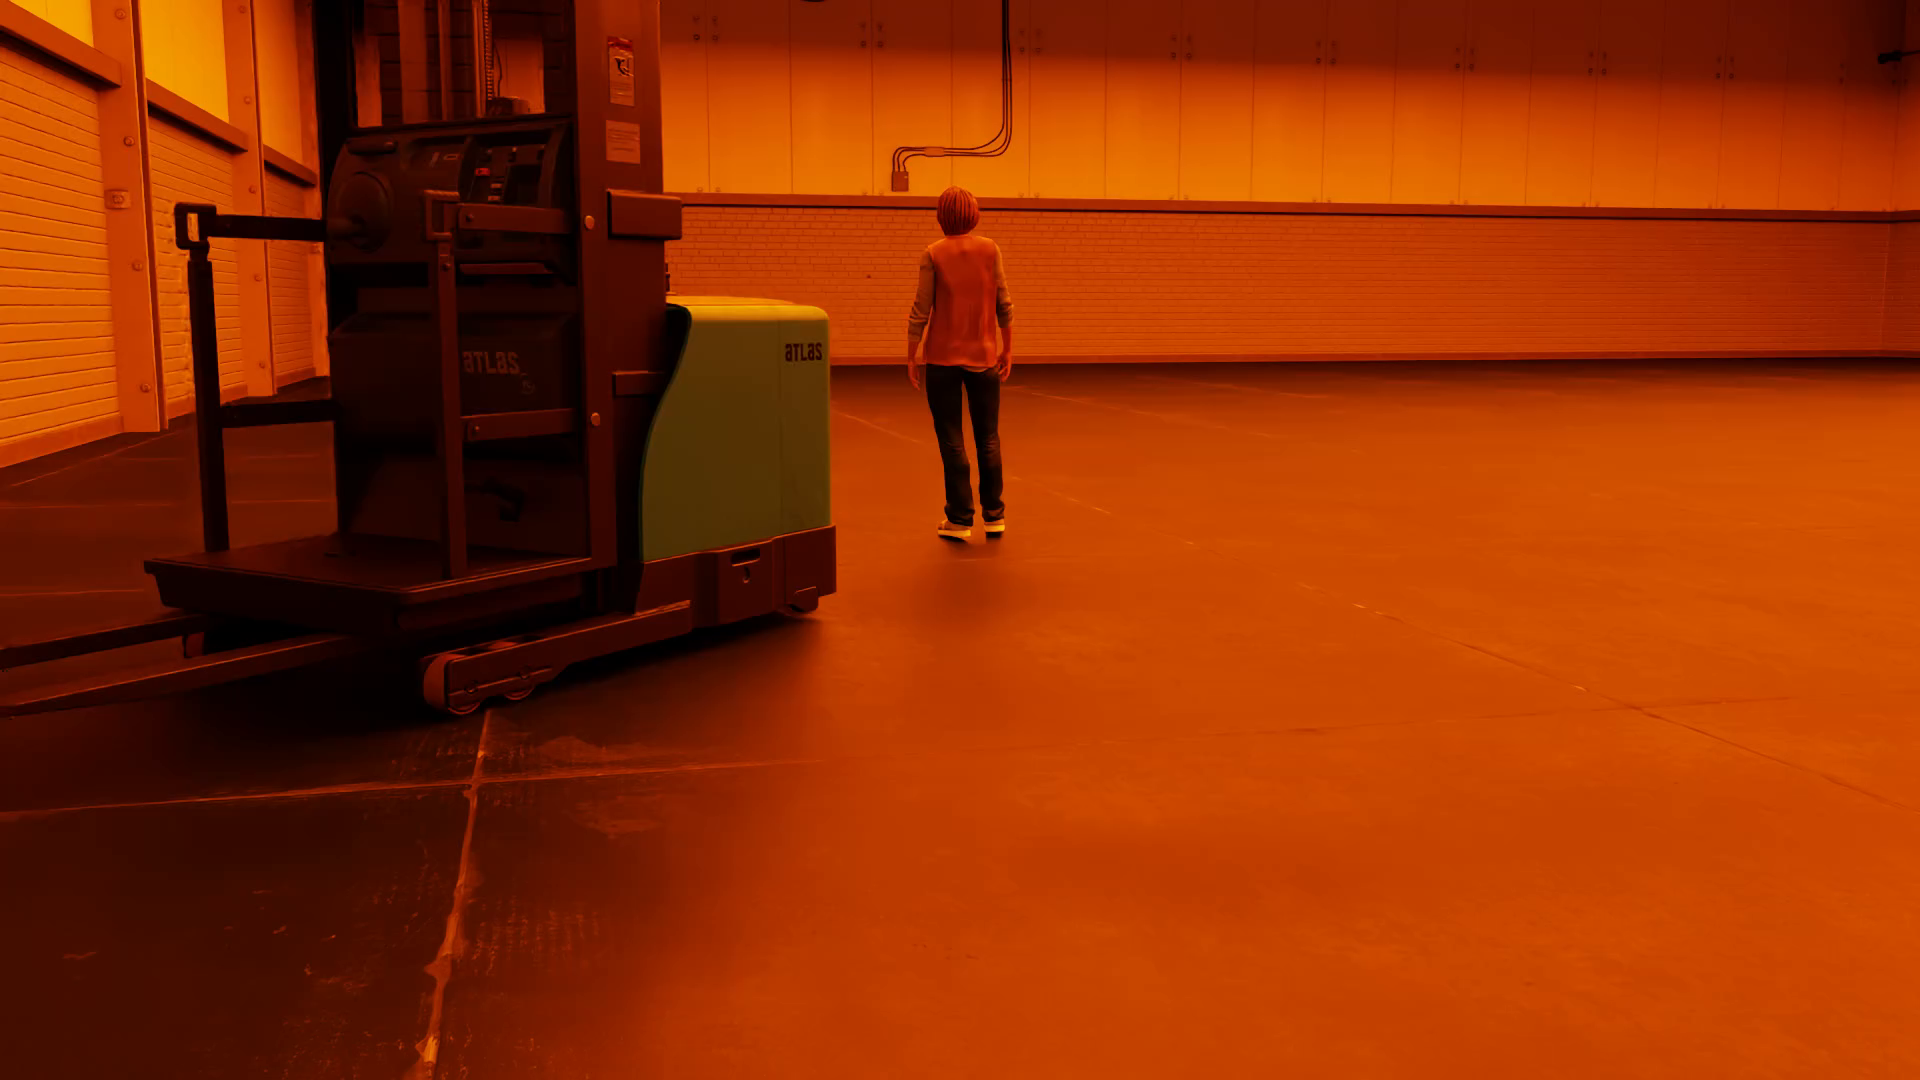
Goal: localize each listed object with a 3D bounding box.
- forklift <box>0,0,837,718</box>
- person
[{"bbox_3d":[-1.622,-1.060,4.707,1.130,2.935,3.031,5,9,30],"label":"forklift"},{"bbox_3d":[-0.004,-0.808,7.671,0.521,1.599,0.473,-2,8,-13],"label":"person"}]
